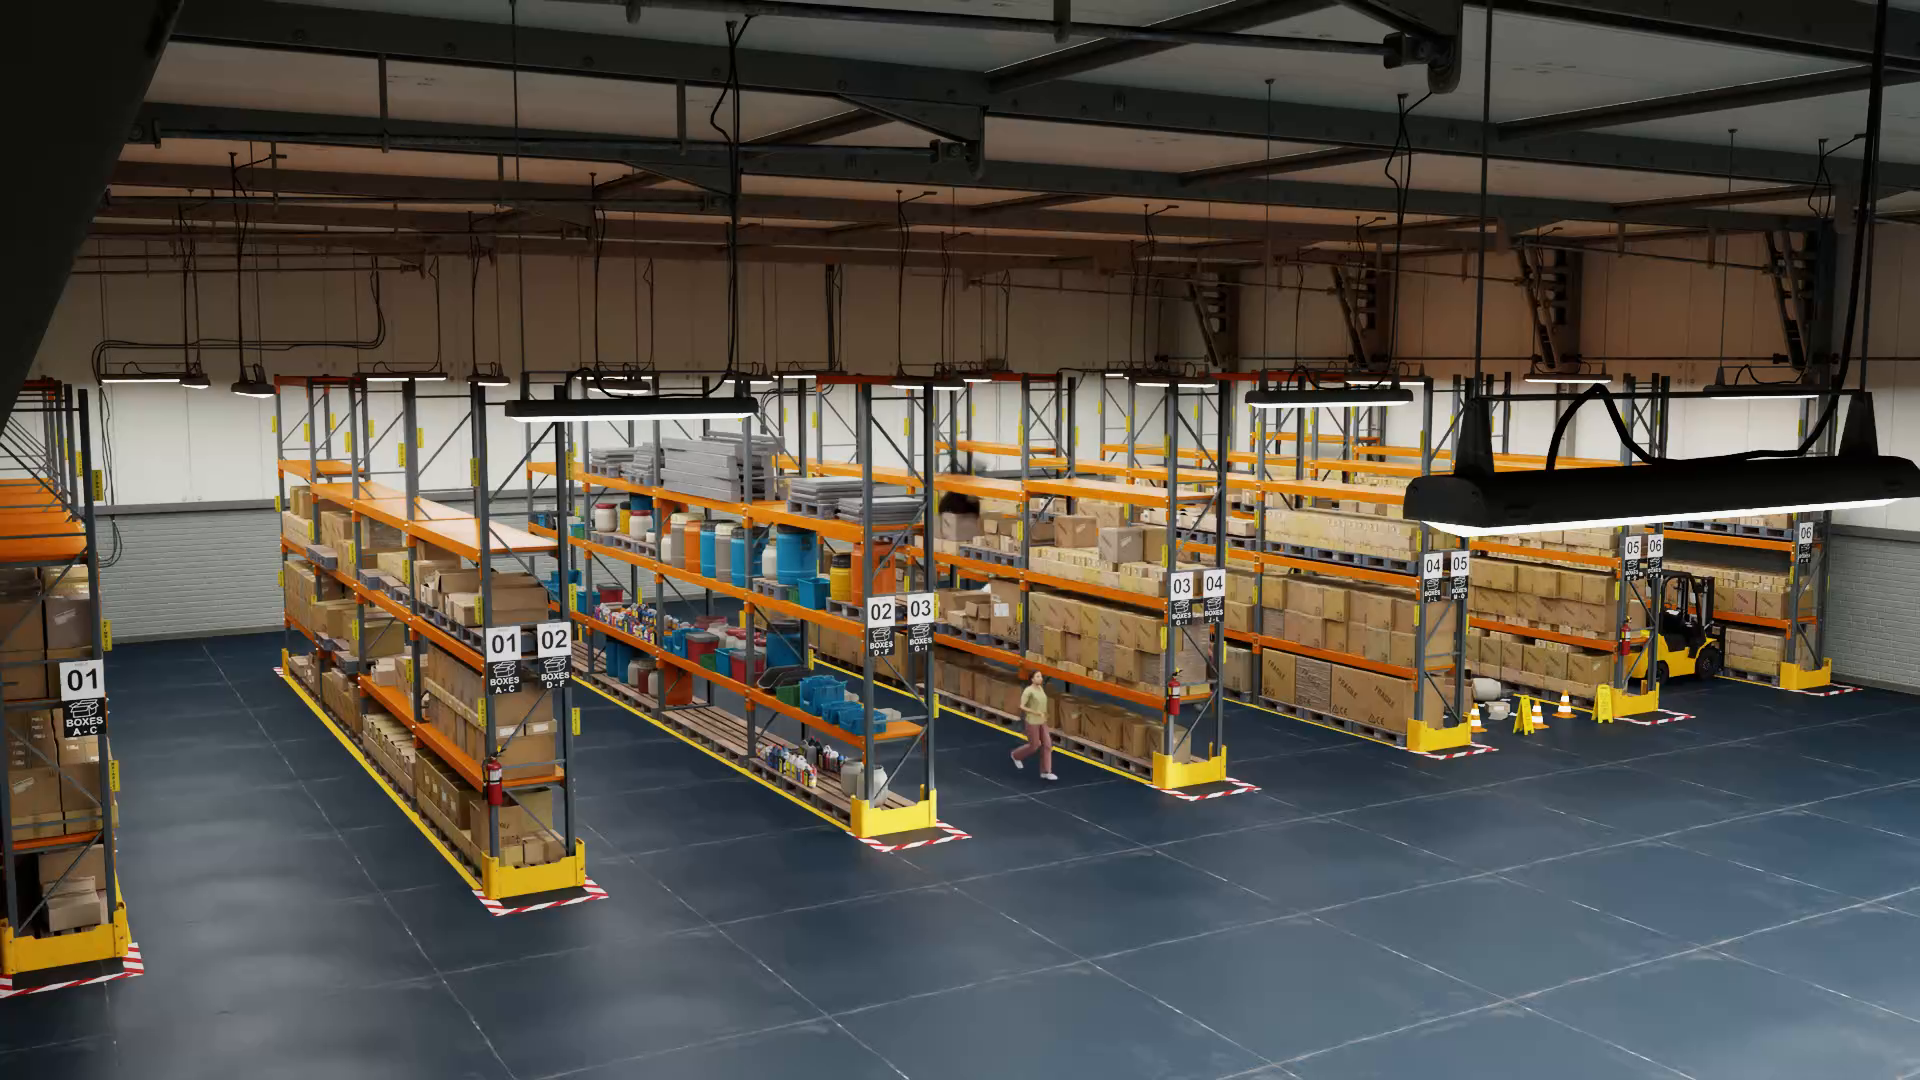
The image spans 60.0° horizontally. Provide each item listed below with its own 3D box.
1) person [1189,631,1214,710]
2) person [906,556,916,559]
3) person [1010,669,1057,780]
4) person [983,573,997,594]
[{"bbox_3d":[4.367,2.193,29.861,0.686,1.742,0.670,-4,7,-32],"label":"person"},{"bbox_3d":[-1.242,1.193,39.191,0.735,1.727,0.569,-1,6,-13],"label":"person"},{"bbox_3d":[1.132,2.752,25.062,0.880,1.643,0.590,6,9,43],"label":"person"},{"bbox_3d":[0.713,1.547,36.090,0.562,1.754,0.735,-4,7,-30],"label":"person"}]
